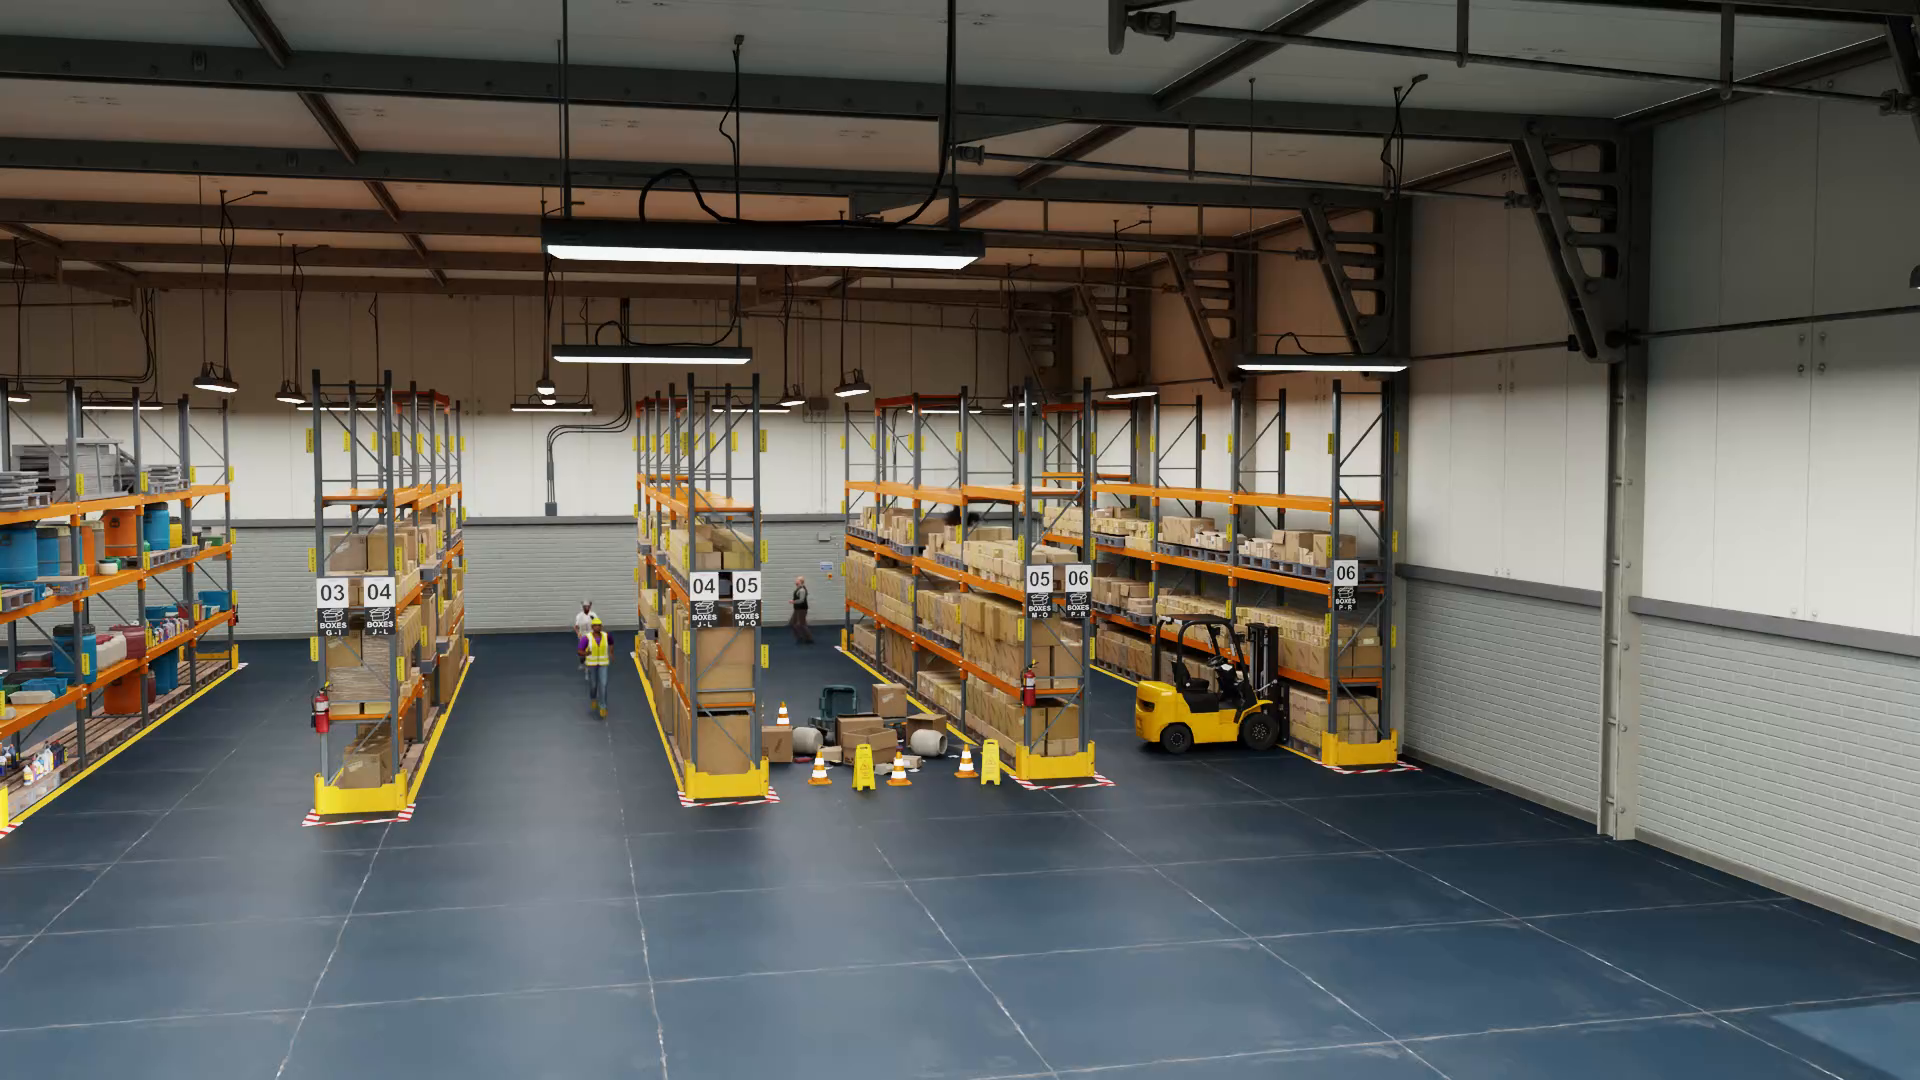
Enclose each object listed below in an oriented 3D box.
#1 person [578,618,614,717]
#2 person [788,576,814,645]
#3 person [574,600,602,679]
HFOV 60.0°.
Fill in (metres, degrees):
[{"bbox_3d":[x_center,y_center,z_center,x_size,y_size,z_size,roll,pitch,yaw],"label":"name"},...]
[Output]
[{"bbox_3d":[-6.690,2.322,30.656,0.695,1.771,0.962,-1,3,-18],"label":"person"},{"bbox_3d":[-3.961,1.813,41.410,0.657,1.675,0.649,-1,3,-15],"label":"person"},{"bbox_3d":[-8.008,2.116,35.792,0.581,1.690,0.696,-1,3,-11],"label":"person"}]
